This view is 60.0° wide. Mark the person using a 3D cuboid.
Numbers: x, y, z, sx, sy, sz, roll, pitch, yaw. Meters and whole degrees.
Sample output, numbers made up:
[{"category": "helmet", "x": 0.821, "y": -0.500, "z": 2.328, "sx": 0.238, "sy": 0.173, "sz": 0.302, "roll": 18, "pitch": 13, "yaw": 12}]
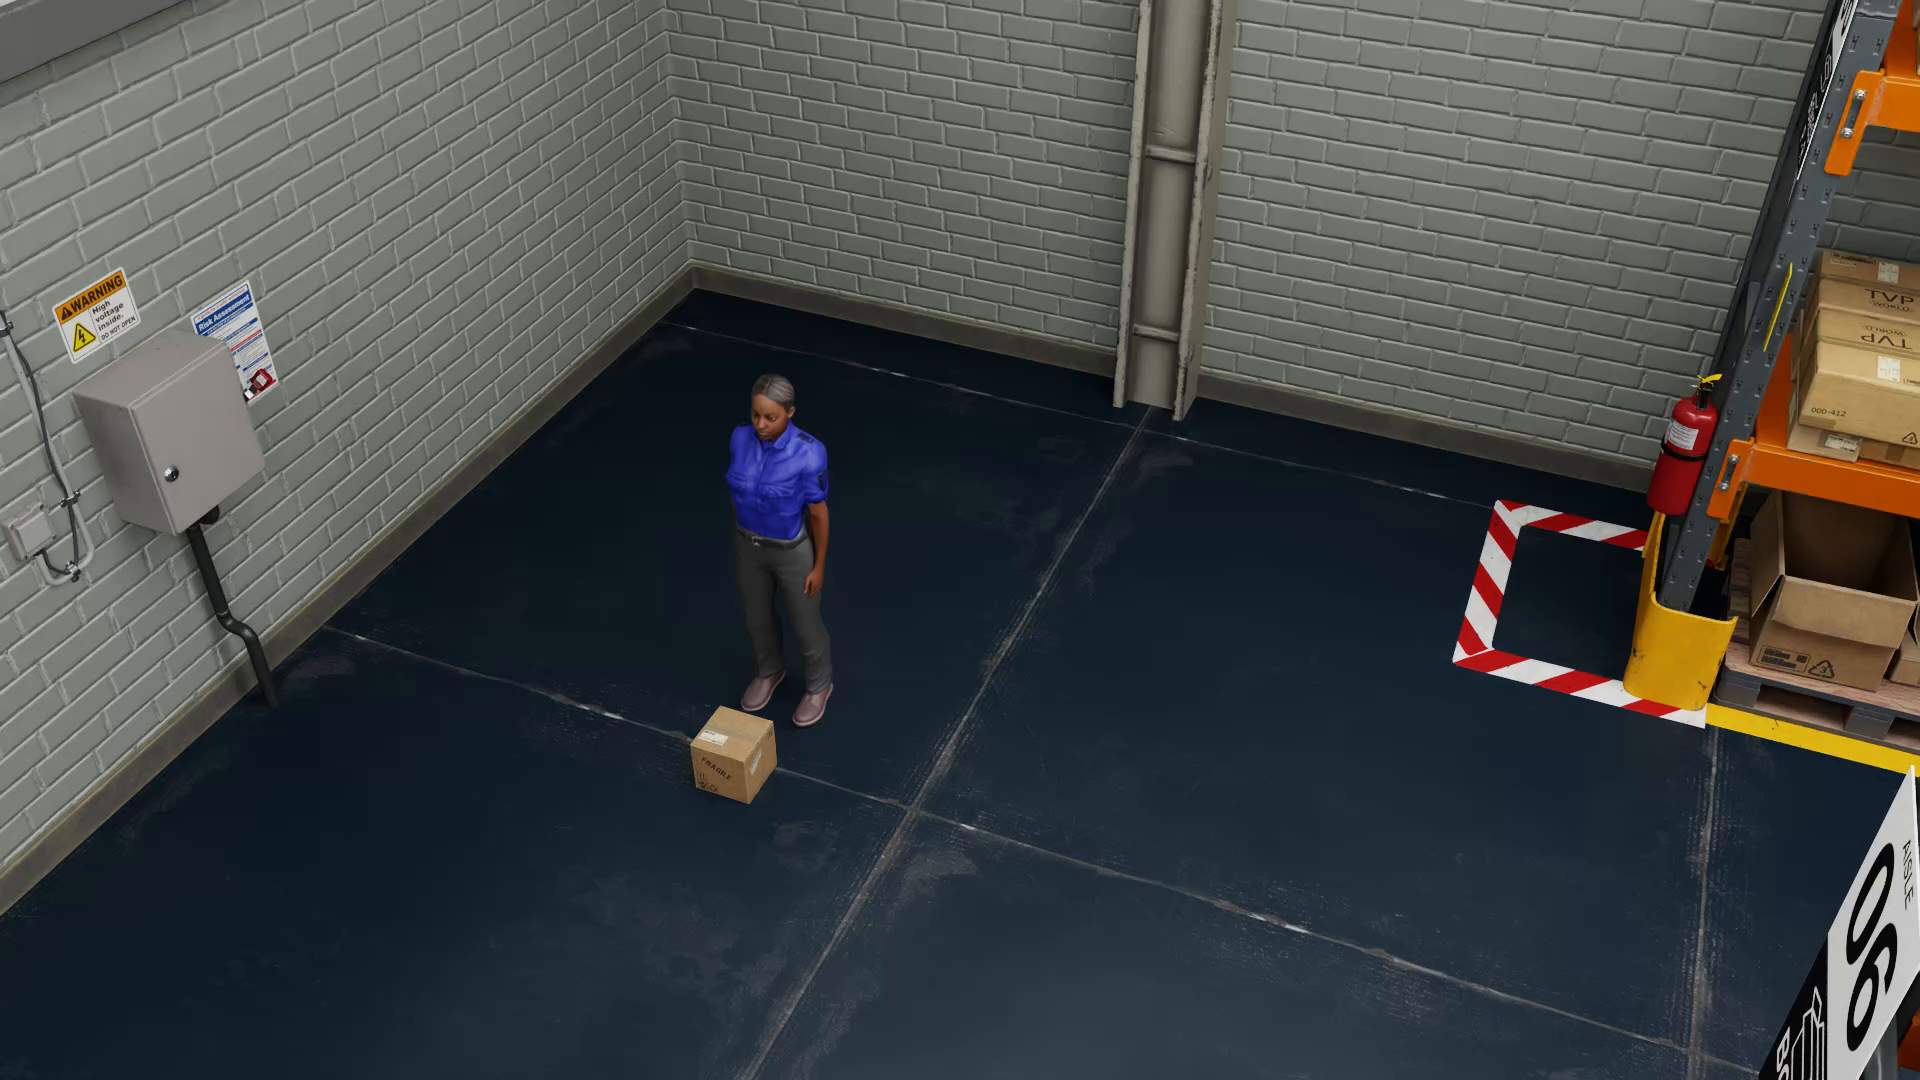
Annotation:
[{"category": "person", "x": -0.726, "y": 0.049, "z": 6.763, "sx": 0.436, "sy": 1.657, "sz": 0.307, "roll": 15, "pitch": 40, "yaw": 18}]
